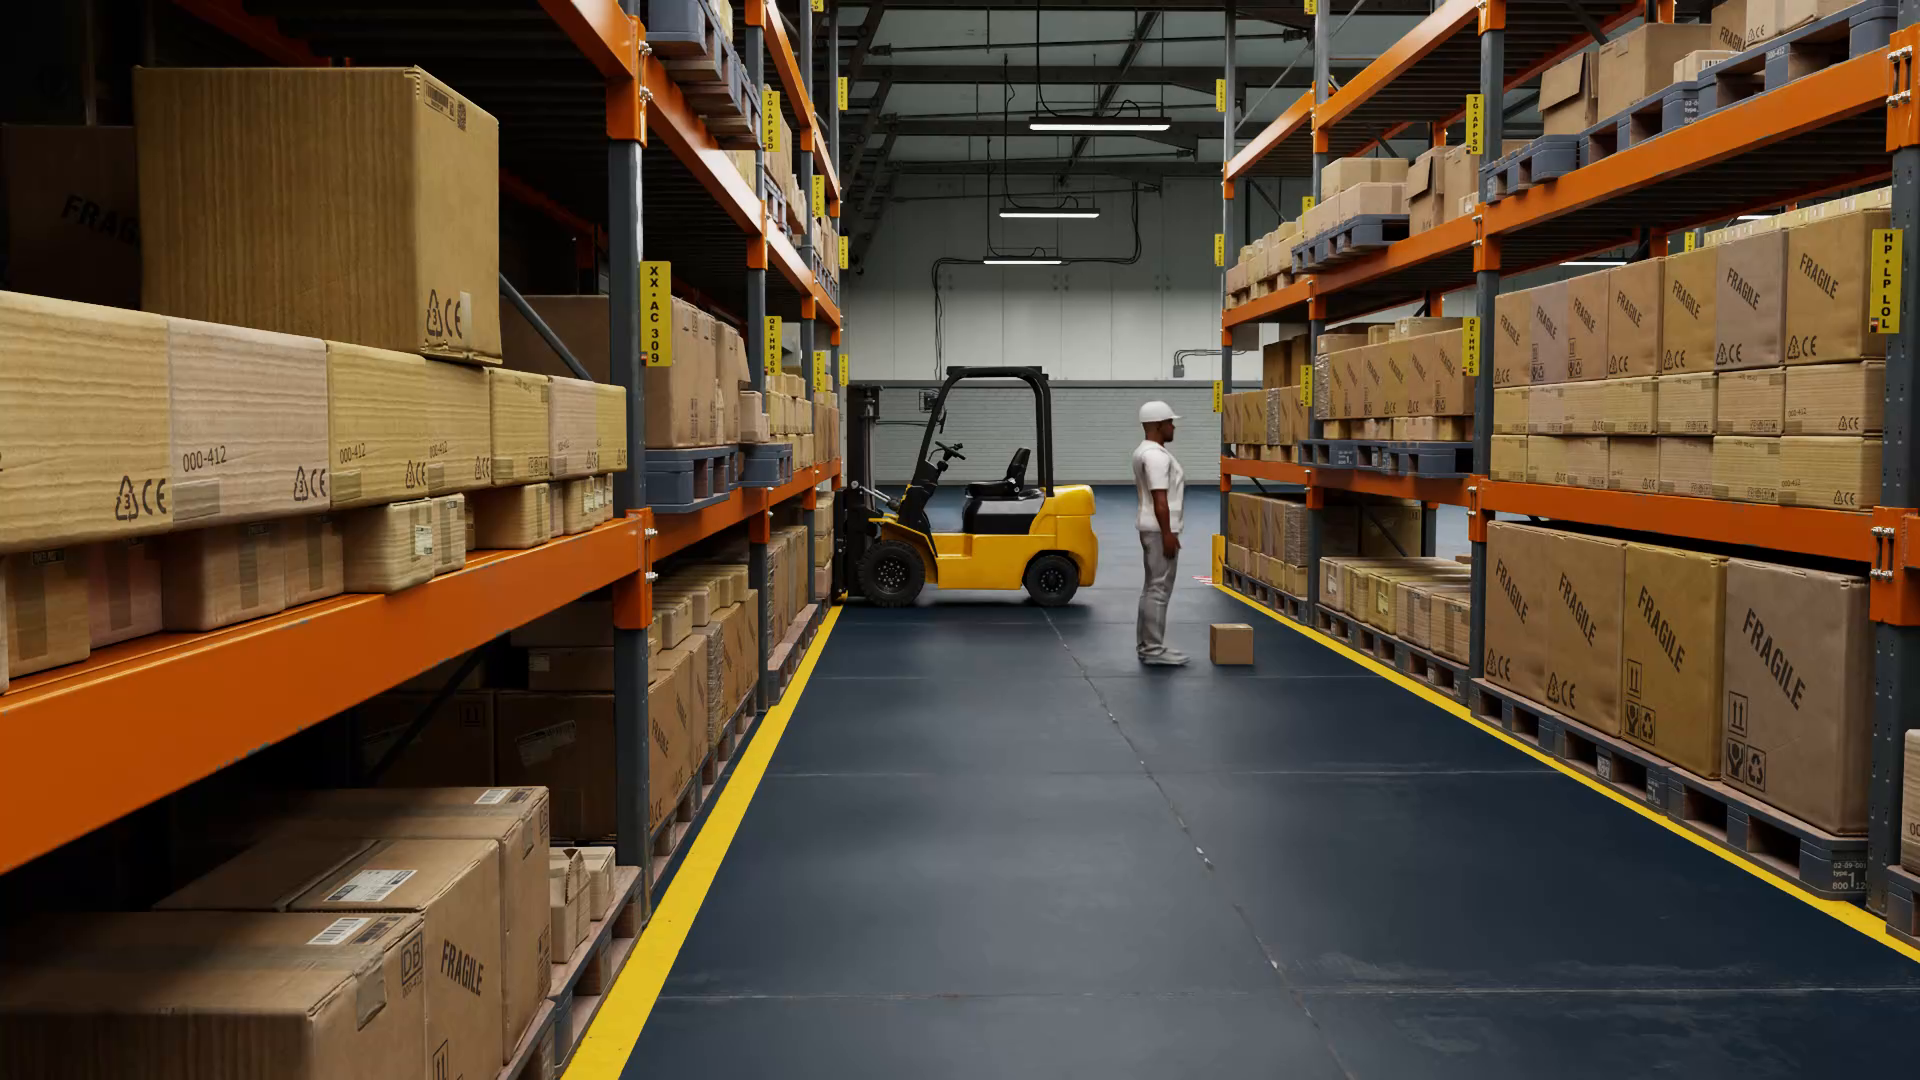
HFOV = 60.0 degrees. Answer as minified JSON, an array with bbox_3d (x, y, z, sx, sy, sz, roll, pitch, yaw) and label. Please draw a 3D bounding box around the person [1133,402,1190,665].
[{"bbox_3d":[1.359,-0.053,11.267,0.368,1.766,0.562,0,4,0],"label":"person"}]
